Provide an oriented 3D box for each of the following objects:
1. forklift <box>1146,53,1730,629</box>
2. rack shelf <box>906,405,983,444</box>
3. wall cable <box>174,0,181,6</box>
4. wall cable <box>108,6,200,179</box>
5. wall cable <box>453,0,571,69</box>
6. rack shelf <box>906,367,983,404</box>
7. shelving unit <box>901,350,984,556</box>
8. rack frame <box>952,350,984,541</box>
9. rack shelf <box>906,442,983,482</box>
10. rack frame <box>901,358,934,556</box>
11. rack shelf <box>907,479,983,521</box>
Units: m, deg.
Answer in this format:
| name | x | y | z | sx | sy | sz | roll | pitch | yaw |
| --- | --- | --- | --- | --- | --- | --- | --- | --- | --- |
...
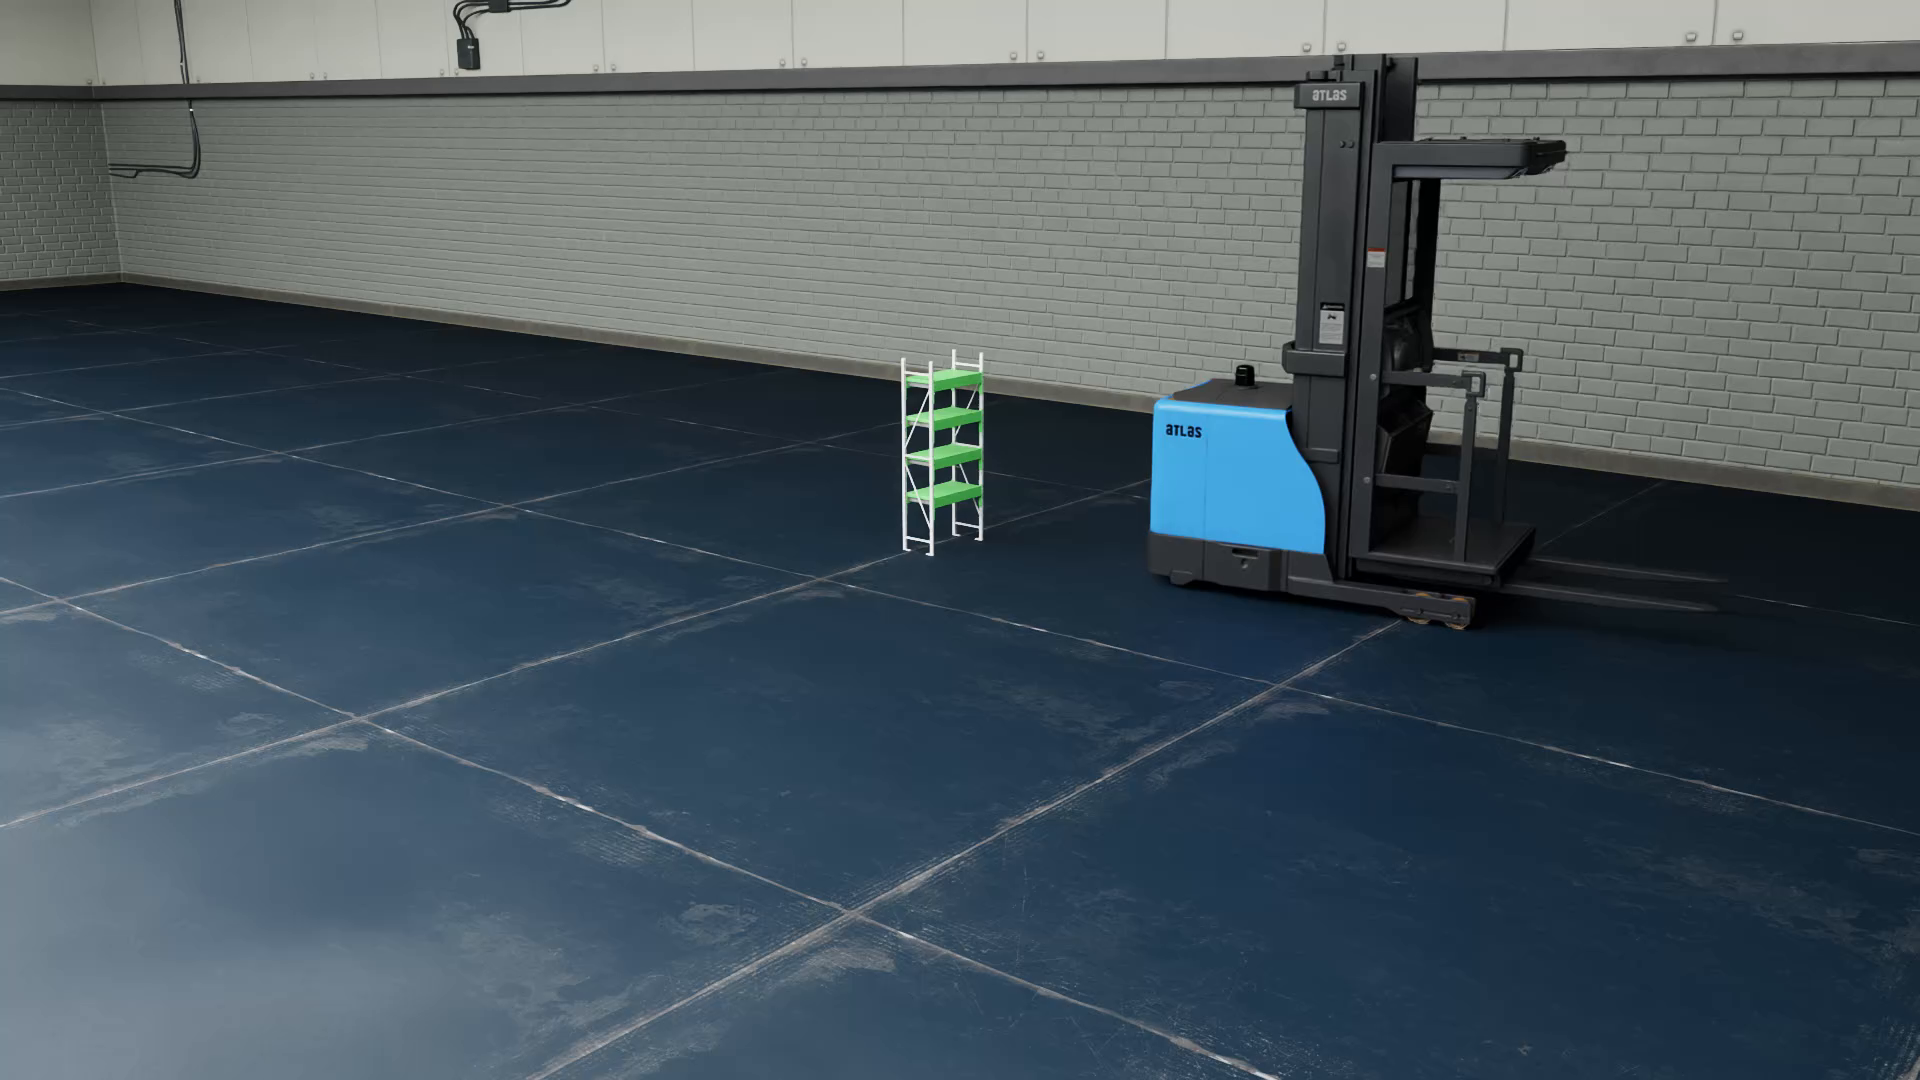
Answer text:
| name | x | y | z | sx | sy | sz | roll | pitch | yaw |
| --- | --- | --- | --- | --- | --- | --- | --- | --- | --- |
| forklift | 2.623 | -1.099 | 8.995 | 3.031 | 2.935 | 1.130 | 8 | 16 | 28 |
| rack shelf | -0.104 | -0.721 | 10.307 | 0.258 | 0.148 | 0.480 | 11 | 18 | 38 |
| wall cable | -10.530 | -8.892 | 23.396 | 3.097 | 2.526 | 0.112 | 11 | 18 | 38 |
| wall cable | -12.634 | -6.862 | 25.666 | 3.097 | 2.526 | 0.112 | 11 | 18 | 38 |
| wall cable | -5.260 | -8.543 | 19.070 | 2.305 | 6.003 | 0.169 | 11 | 18 | 38 |
| rack shelf | -0.104 | -0.953 | 10.248 | 0.258 | 0.148 | 0.480 | 11 | 18 | 38 |
| shelving unit | -0.104 | -0.550 | 10.350 | 0.258 | 1.200 | 0.503 | 11 | 18 | 38 |
| rack frame | 0.049 | -0.597 | 10.534 | 0.240 | 1.200 | 0.015 | 11 | 18 | 38 |
| rack shelf | -0.104 | -0.488 | 10.366 | 0.258 | 0.148 | 0.480 | 11 | 18 | 38 |
| rack frame | -0.257 | -0.503 | 10.166 | 0.240 | 1.200 | 0.015 | 11 | 18 | 38 |
| rack shelf | -0.104 | -0.255 | 10.425 | 0.258 | 0.148 | 0.480 | 11 | 18 | 38 |
